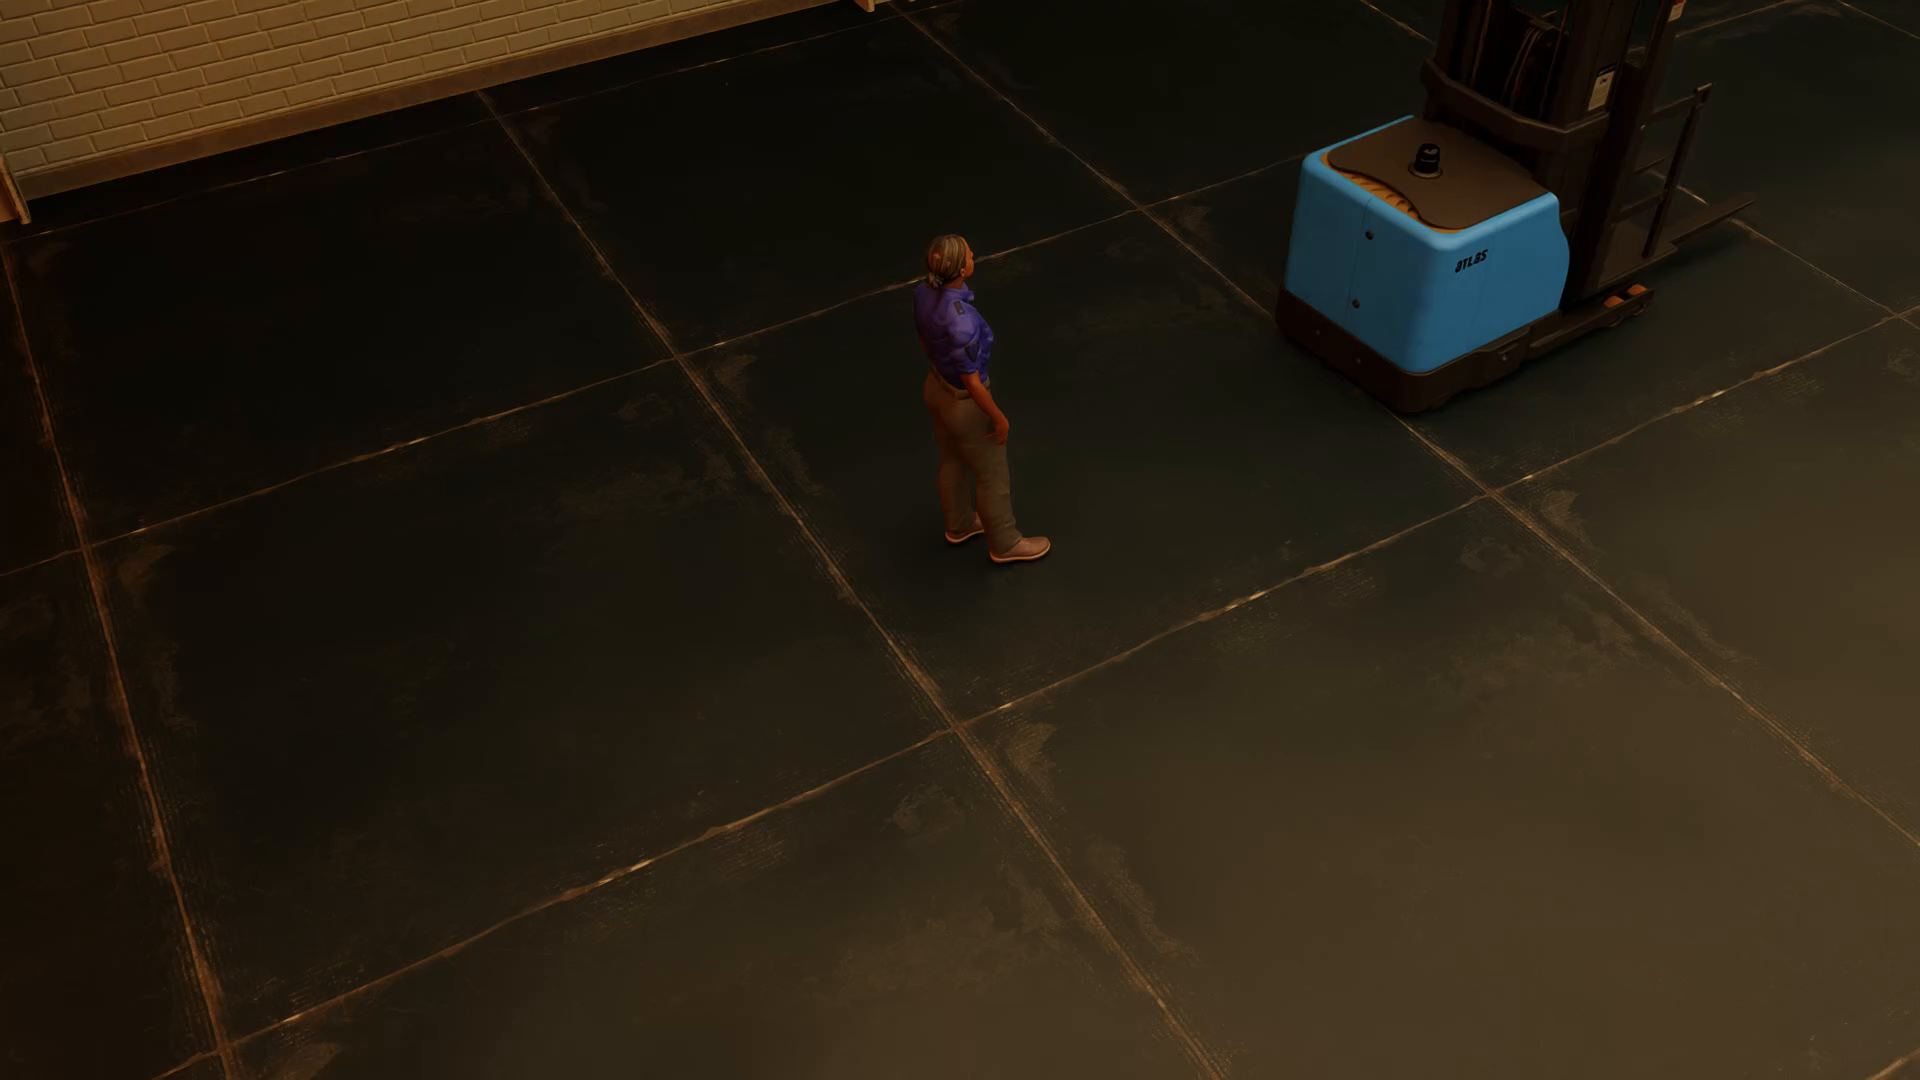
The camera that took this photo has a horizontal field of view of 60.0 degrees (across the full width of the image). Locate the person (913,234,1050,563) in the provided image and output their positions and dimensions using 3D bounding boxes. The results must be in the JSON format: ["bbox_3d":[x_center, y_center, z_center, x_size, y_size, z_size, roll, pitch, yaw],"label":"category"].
[{"bbox_3d":[0.086,-0.629,7.305,0.504,1.654,0.569,-21,47,-21],"label":"person"}]

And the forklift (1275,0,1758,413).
[{"bbox_3d":[3.211,-2.515,8.410,3.031,2.935,1.130,-25,48,-25],"label":"forklift"}]
